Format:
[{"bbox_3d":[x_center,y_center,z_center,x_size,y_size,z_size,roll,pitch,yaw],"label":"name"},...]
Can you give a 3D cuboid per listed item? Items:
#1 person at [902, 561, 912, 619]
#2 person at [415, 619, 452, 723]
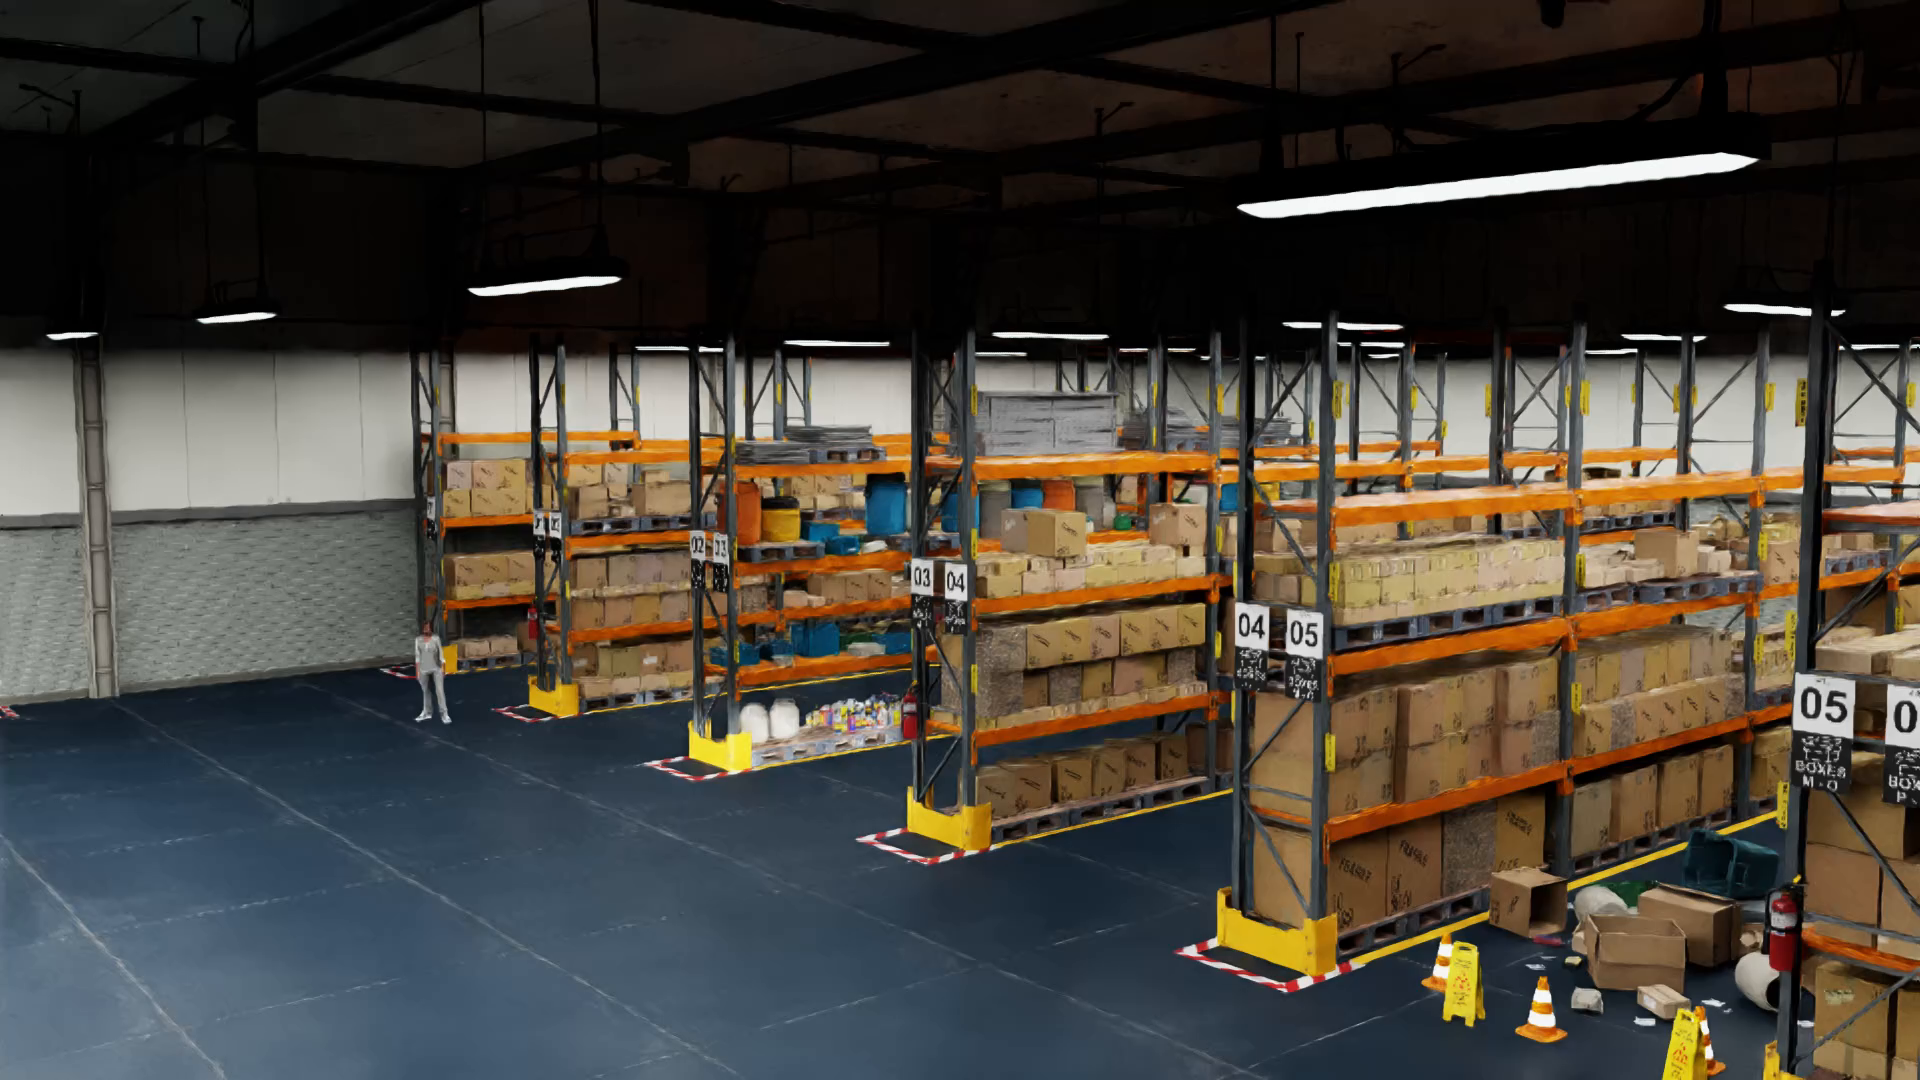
[{"bbox_3d":[-0.979,1.009,35.448,0.463,1.731,0.598,3,6,30],"label":"person"},{"bbox_3d":[-8.091,2.001,25.521,0.636,1.586,0.527,0,5,-5],"label":"person"}]
